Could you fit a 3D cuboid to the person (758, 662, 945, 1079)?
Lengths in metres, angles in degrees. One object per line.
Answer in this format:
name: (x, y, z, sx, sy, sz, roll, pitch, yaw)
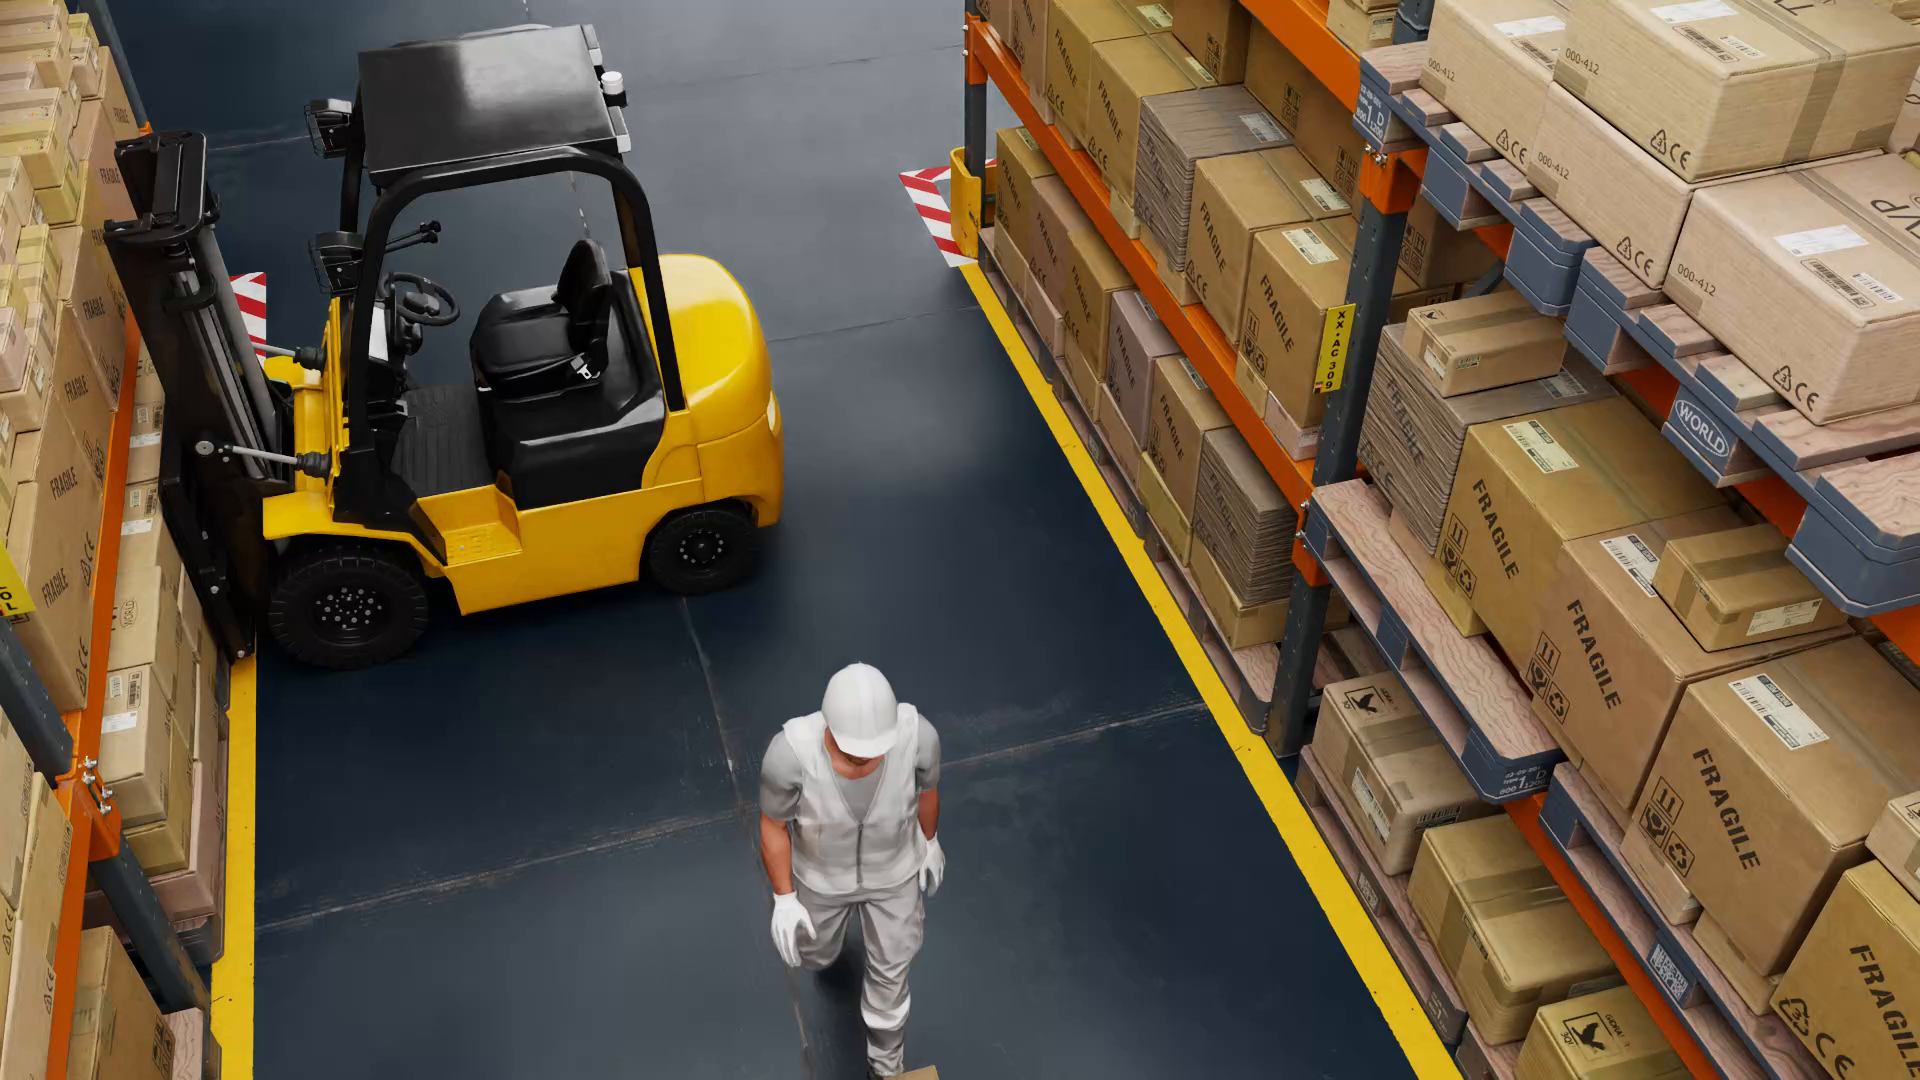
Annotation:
person: (-0.316, 0.980, 5.047, 0.554, 1.770, 0.869, -5, 42, -6)
